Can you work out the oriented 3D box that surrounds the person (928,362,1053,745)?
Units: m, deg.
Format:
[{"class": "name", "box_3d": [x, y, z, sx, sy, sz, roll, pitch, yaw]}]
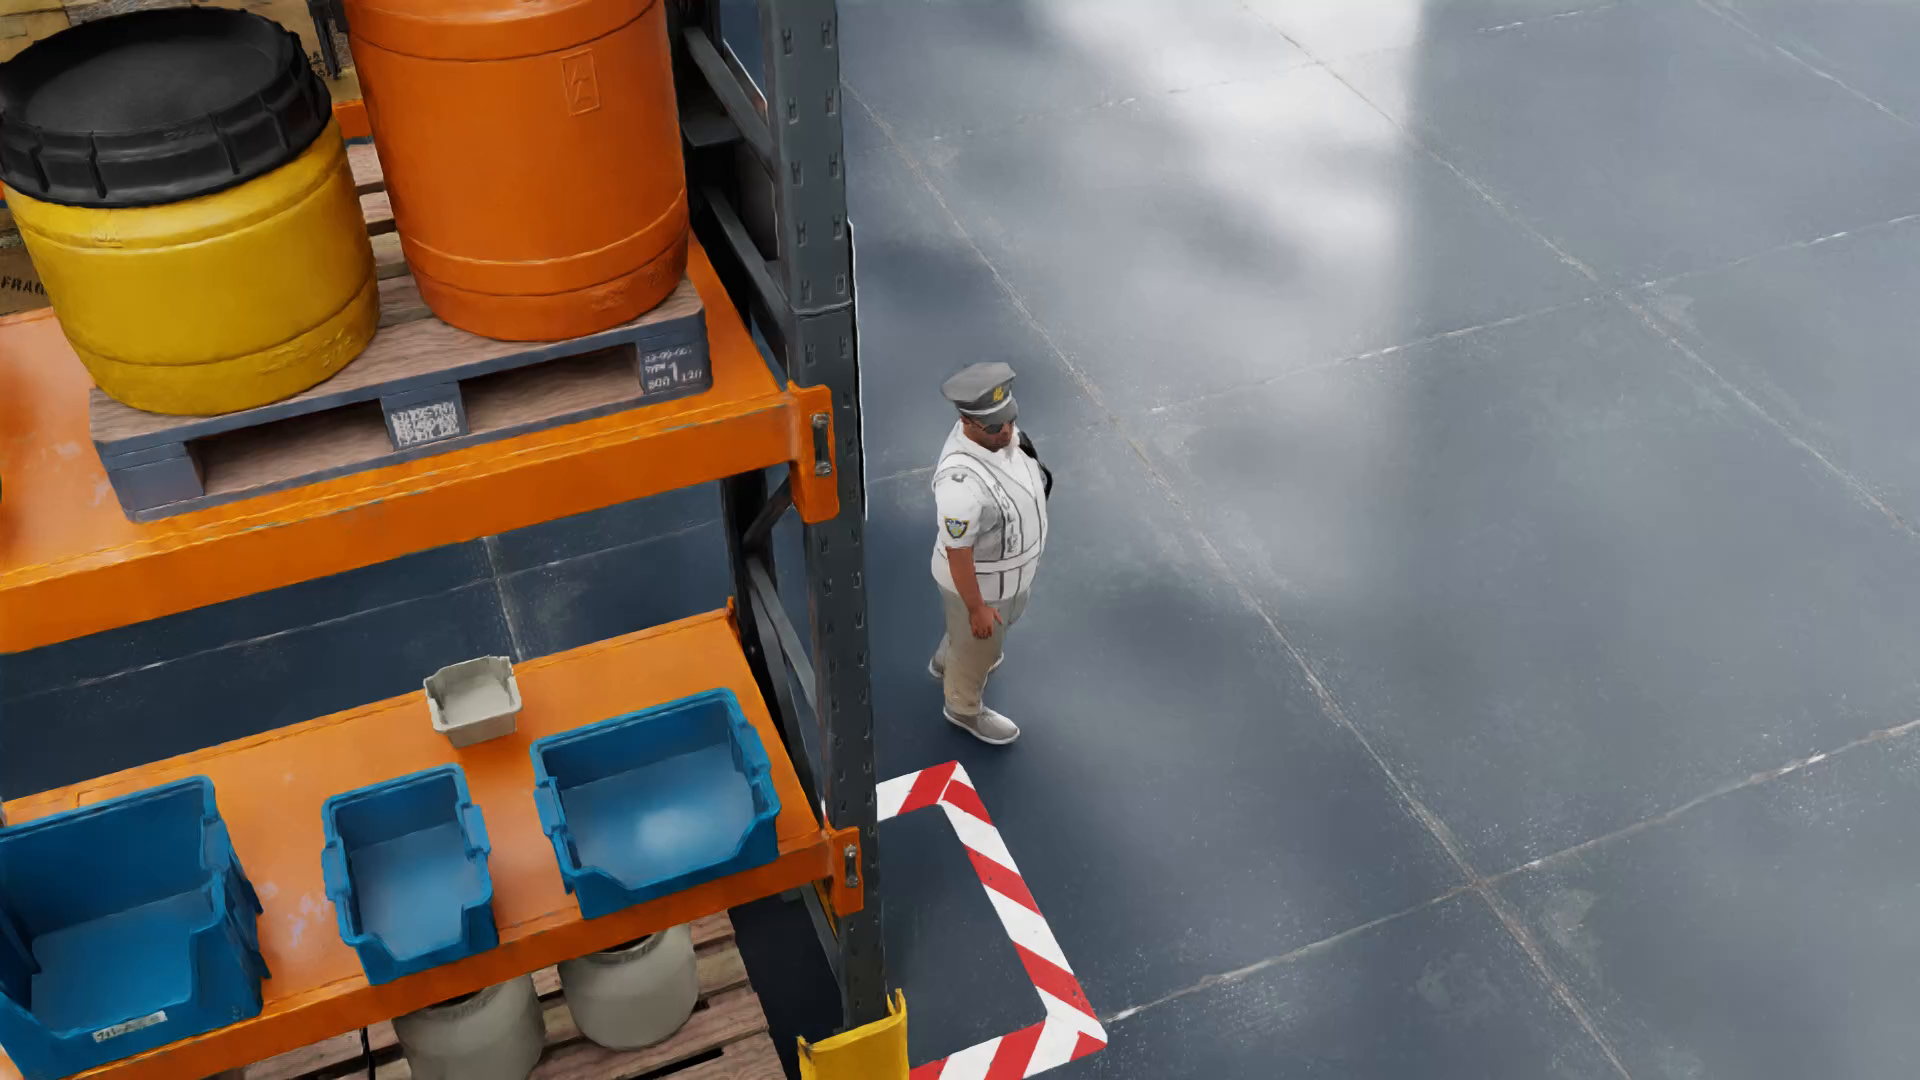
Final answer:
[{"class": "person", "box_3d": [0.073, 0.040, 6.094, 0.501, 1.755, 0.656, 12, 43, 13]}]
